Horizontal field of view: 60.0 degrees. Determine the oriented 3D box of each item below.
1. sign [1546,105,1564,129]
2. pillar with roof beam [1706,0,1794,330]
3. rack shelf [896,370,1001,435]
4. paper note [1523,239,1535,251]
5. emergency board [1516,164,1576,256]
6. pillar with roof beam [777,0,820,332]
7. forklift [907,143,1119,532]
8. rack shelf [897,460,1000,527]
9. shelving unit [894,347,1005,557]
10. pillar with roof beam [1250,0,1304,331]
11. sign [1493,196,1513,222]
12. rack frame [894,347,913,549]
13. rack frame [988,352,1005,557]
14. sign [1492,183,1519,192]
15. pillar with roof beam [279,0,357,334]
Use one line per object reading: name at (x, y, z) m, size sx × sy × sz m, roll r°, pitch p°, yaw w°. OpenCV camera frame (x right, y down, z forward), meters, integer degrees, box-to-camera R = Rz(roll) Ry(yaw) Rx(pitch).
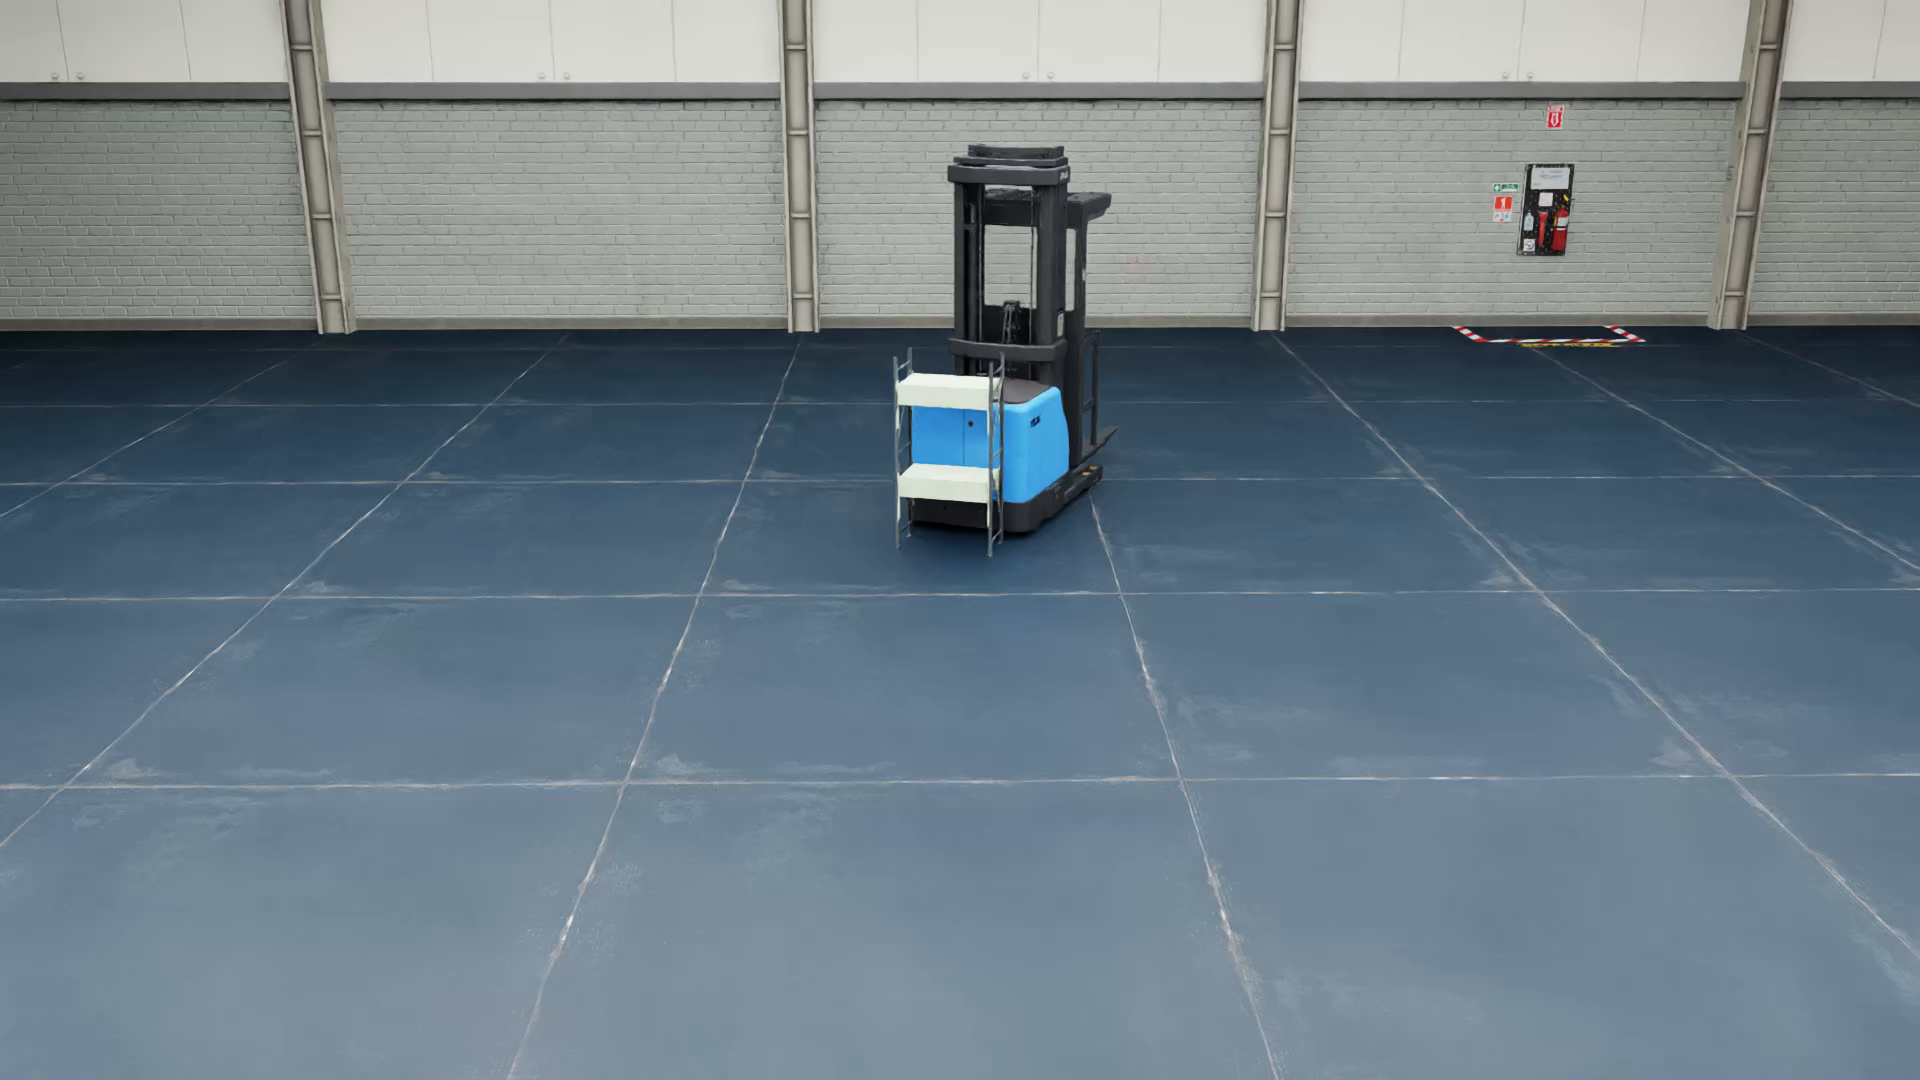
sign at (7.505, -5.334, 20.970) m, size 0.199 × 0.298 × 0.001 m, roll 0°, pitch 18°, yaw -1°
pillar with roof beam at (10.054, -5.742, 16.215) m, size 0.400 × 9.000 × 9.100 m, roll 0°, pitch 18°, yaw -1°
rack shelf at (-0.079, -1.045, 12.572) m, size 0.720 × 0.370 × 0.431 m, roll 5°, pitch 18°, yaw 14°
paper note at (7.336, -3.801, 21.427) m, size 0.142 × 0.148 × 0.016 m, roll 0°, pitch 18°, yaw -1°
emergency board at (7.514, -4.200, 21.229) m, size 0.643 × 1.169 × 0.194 m, roll 0°, pitch 18°, yaw -1°
pillar with roof beam at (-1.945, -5.684, 16.035) m, size 0.400 × 9.000 × 9.100 m, roll 0°, pitch 18°, yaw -1°
forklift at (0.604, -1.864, 14.059) m, size 1.130 × 2.935 × 3.031 m, roll 7°, pitch 19°, yaw 21°
rack shelf at (-0.079, -0.363, 12.791) m, size 0.720 × 0.370 × 0.431 m, roll 5°, pitch 18°, yaw 14°
shelving unit at (-0.079, -0.673, 12.692) m, size 0.755 × 1.500 × 0.431 m, roll 5°, pitch 18°, yaw 14°
pillar with roof beam at (4.055, -5.713, 16.125) m, size 0.400 × 9.000 × 9.100 m, roll 0°, pitch 18°, yaw -1°
sign at (6.960, -4.246, 21.314) m, size 0.234 × 0.329 × 0.001 m, roll 0°, pitch 18°, yaw -1°
rack frame at (-0.432, -0.702, 12.780) m, size 0.023 × 1.500 × 0.400 m, roll 5°, pitch 18°, yaw 14°
rack frame at (0.275, -0.645, 12.603) m, size 0.023 × 1.500 × 0.400 m, roll 5°, pitch 18°, yaw 14°
sign at (6.965, -4.495, 21.225) m, size 0.331 × 0.109 × 0.001 m, roll 0°, pitch 18°, yaw -1°
pillar with roof beam at (-7.944, -5.655, 15.945) m, size 0.400 × 9.000 × 9.100 m, roll 0°, pitch 18°, yaw -1°
